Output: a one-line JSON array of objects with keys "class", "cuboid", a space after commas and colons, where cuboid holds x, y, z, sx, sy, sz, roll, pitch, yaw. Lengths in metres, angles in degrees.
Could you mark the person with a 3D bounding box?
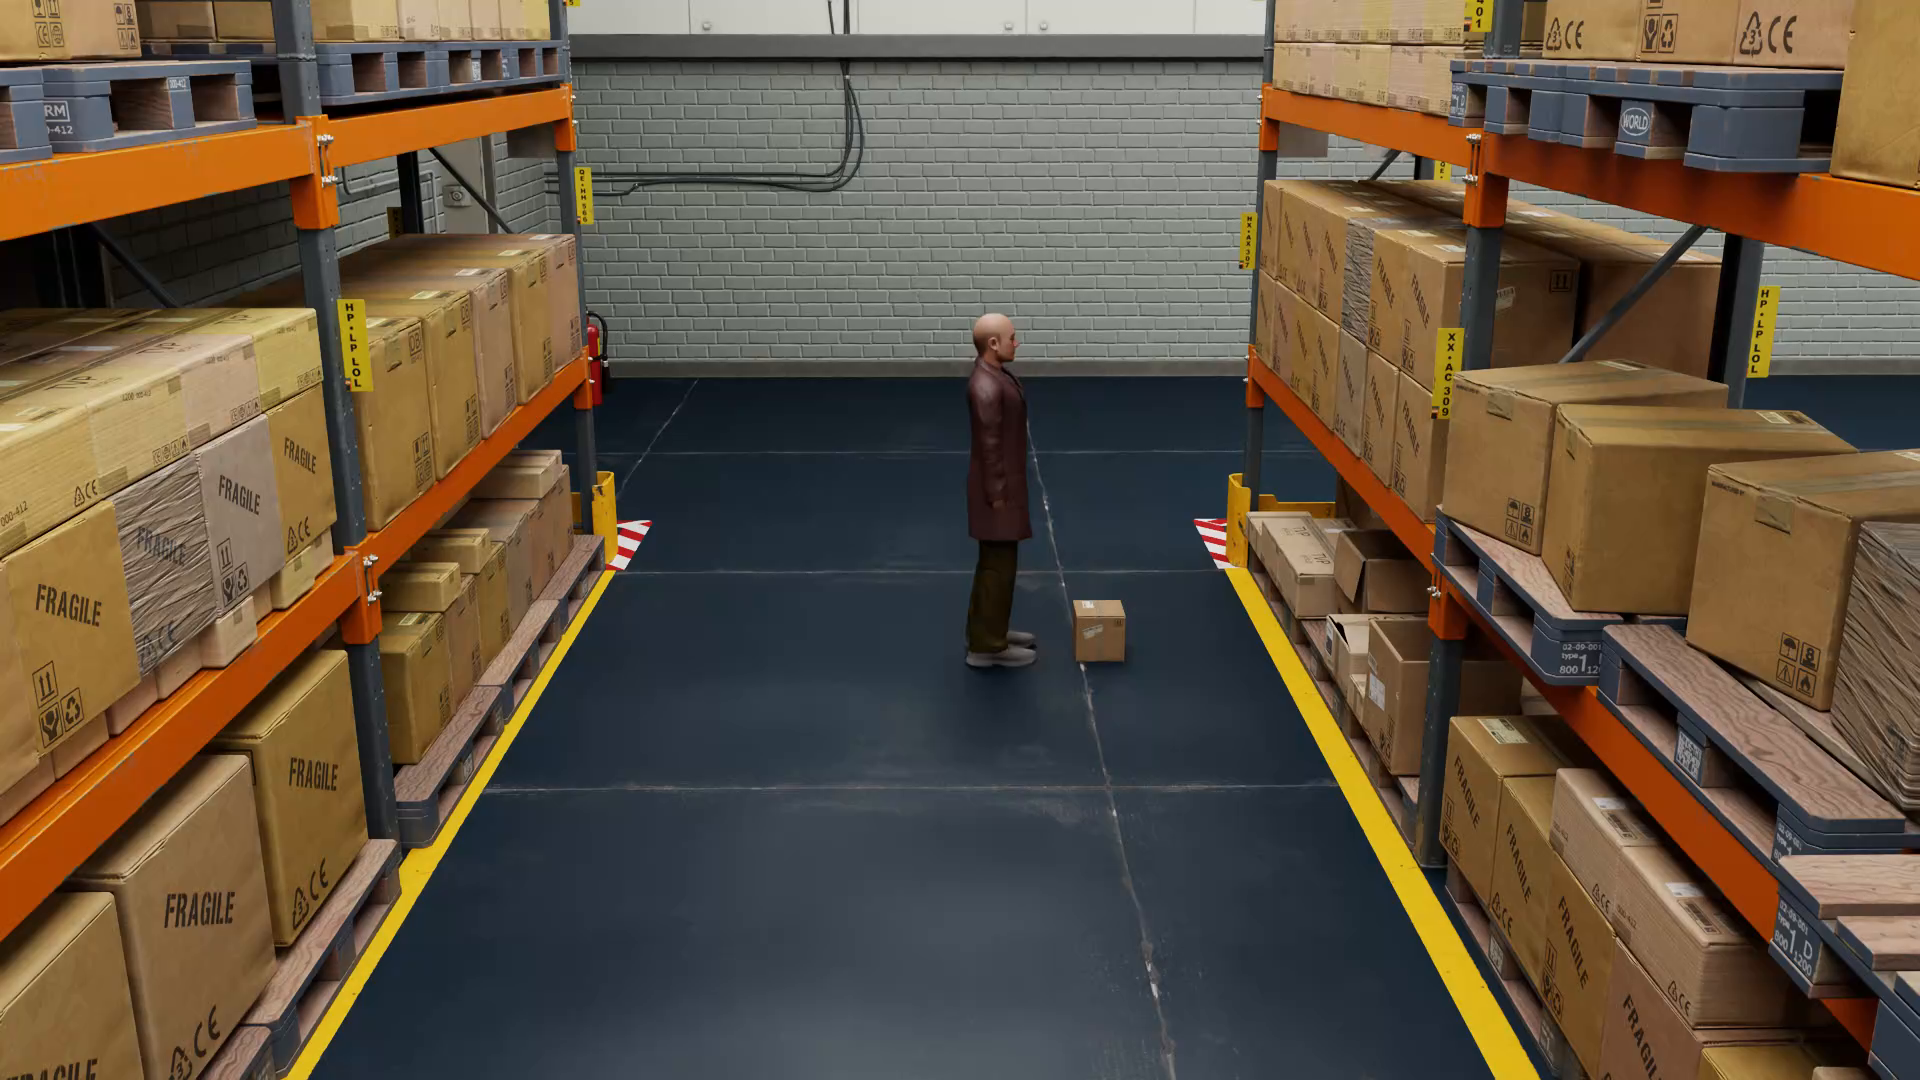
[{"class": "person", "cuboid": [0.211, -0.261, 8.436, 0.383, 1.783, 0.574, 0, 17, 1]}]
